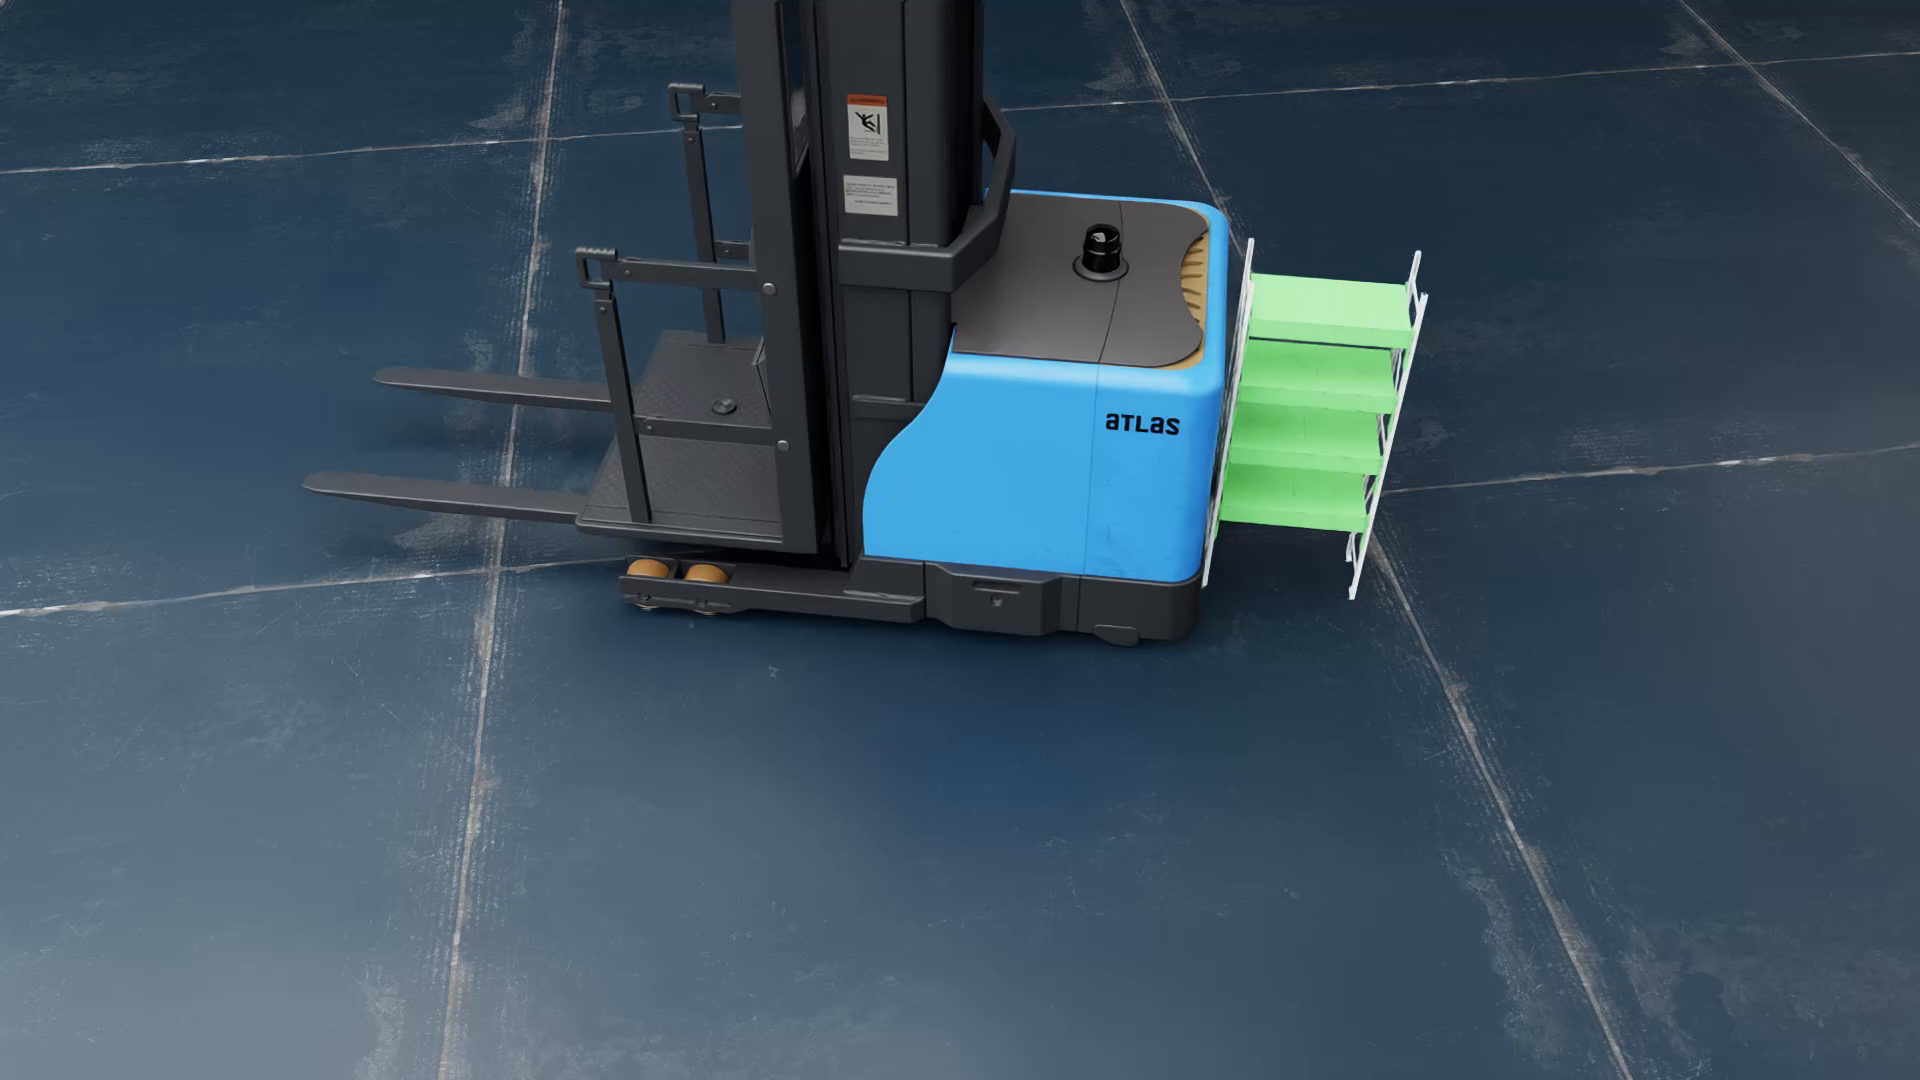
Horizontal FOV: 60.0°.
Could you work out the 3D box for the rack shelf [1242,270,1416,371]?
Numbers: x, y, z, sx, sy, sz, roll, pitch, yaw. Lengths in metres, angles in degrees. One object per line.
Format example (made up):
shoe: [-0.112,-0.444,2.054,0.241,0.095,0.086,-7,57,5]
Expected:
rack shelf: [1.091,-0.657,4.956,0.480,0.148,0.258,5,42,4]

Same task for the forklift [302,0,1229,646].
forklift: [-0.682,-1.191,4.882,3.031,2.935,1.130,5,42,6]

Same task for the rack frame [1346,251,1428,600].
rack frame: [1.327,-0.327,5.216,0.015,1.200,0.240,5,42,4]

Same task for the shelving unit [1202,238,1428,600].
shelving unit: [1.085,-0.349,5.235,0.503,1.200,0.258,5,42,4]

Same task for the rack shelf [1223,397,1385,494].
rack shelf: [1.084,-0.301,5.278,0.480,0.148,0.258,5,42,4]

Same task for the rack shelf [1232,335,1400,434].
rack shelf: [1.087,-0.479,5.117,0.480,0.148,0.258,5,42,4]

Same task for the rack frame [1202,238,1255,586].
rack frame: [0.842,-0.371,5.253,0.015,1.200,0.240,5,42,4]

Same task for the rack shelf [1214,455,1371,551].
rack shelf: [1.080,-0.124,5.439,0.480,0.148,0.258,5,42,4]
